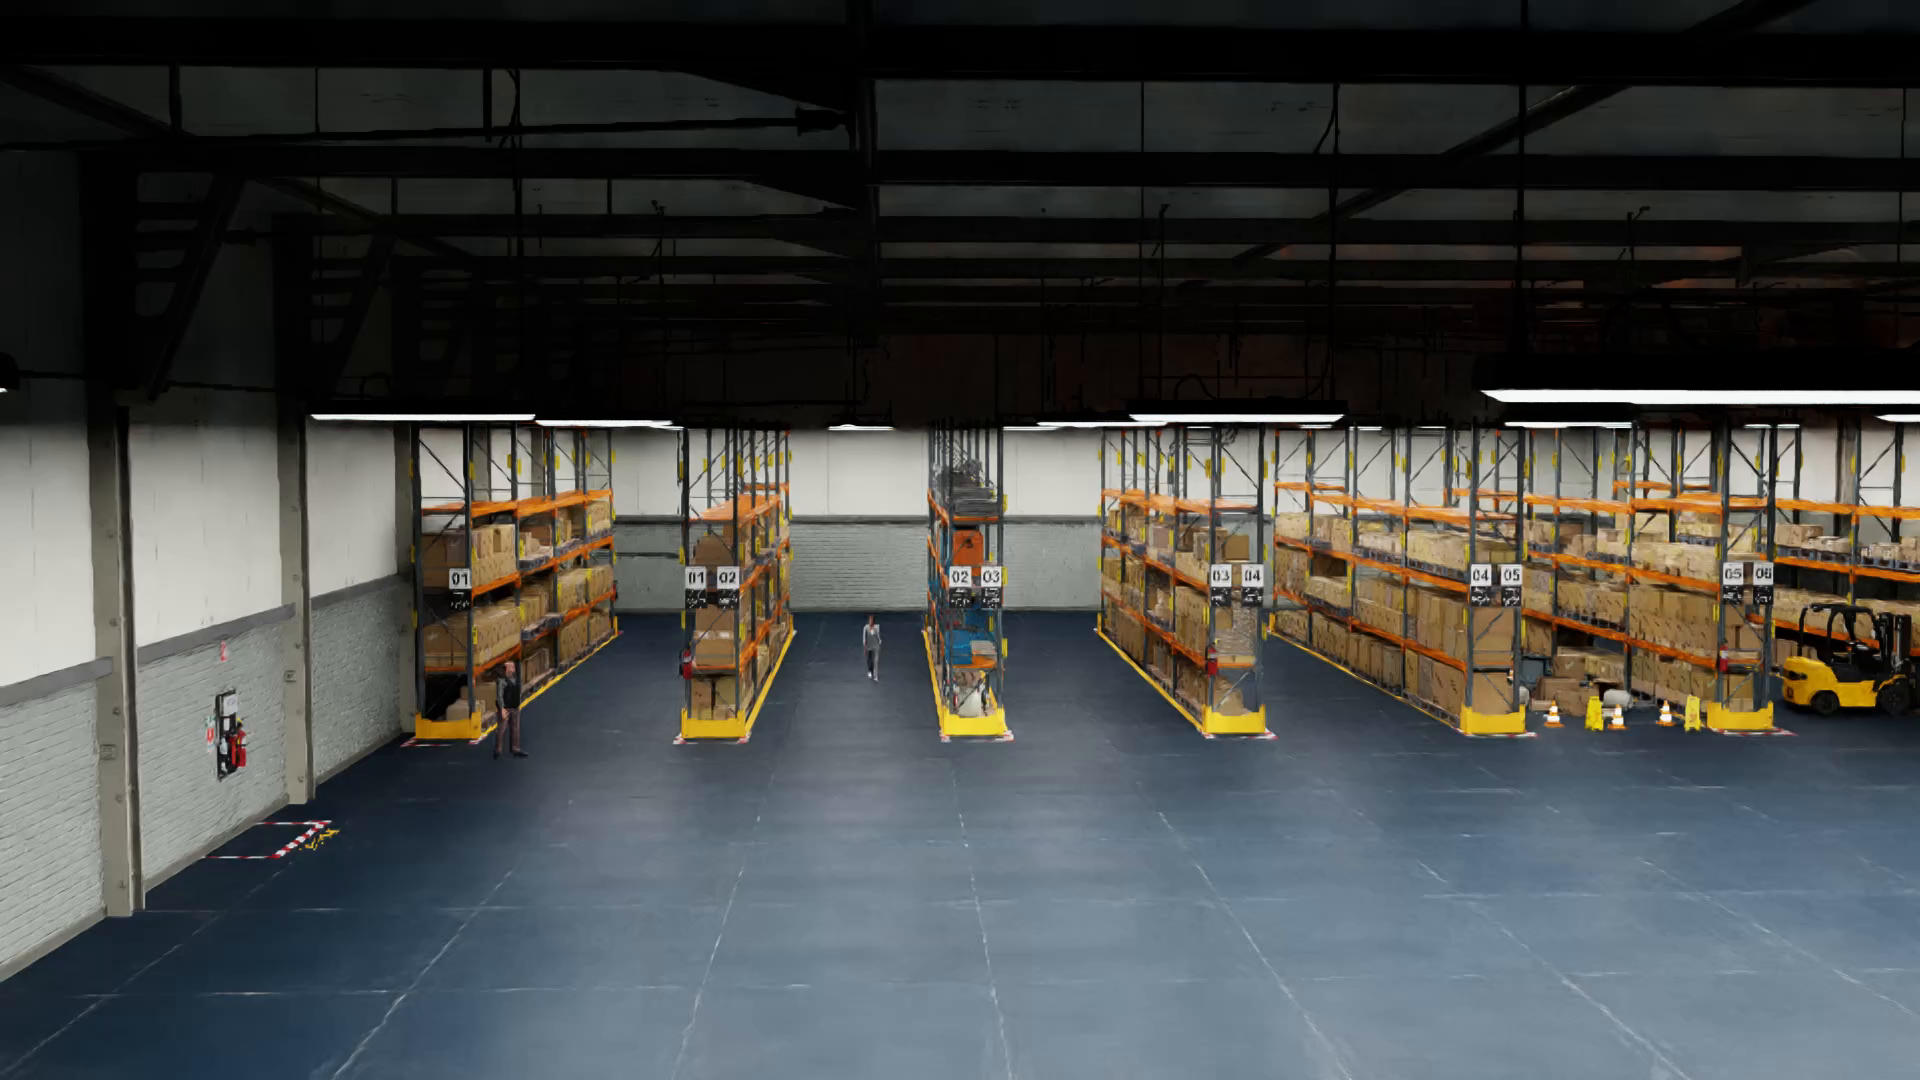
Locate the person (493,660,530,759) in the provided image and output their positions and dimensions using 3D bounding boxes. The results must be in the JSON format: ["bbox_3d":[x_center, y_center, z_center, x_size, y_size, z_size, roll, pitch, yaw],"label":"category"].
[{"bbox_3d":[-7.904,2.956,29.087,0.464,1.726,0.617,2,4,22],"label":"person"}]

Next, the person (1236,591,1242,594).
[{"bbox_3d":[8.196,1.680,49.645,0.639,1.628,0.512,0,4,-3],"label":"person"}]

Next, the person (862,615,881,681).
[{"bbox_3d":[-2.035,2.457,38.217,0.417,1.517,1.037,0,4,0],"label":"person"}]
